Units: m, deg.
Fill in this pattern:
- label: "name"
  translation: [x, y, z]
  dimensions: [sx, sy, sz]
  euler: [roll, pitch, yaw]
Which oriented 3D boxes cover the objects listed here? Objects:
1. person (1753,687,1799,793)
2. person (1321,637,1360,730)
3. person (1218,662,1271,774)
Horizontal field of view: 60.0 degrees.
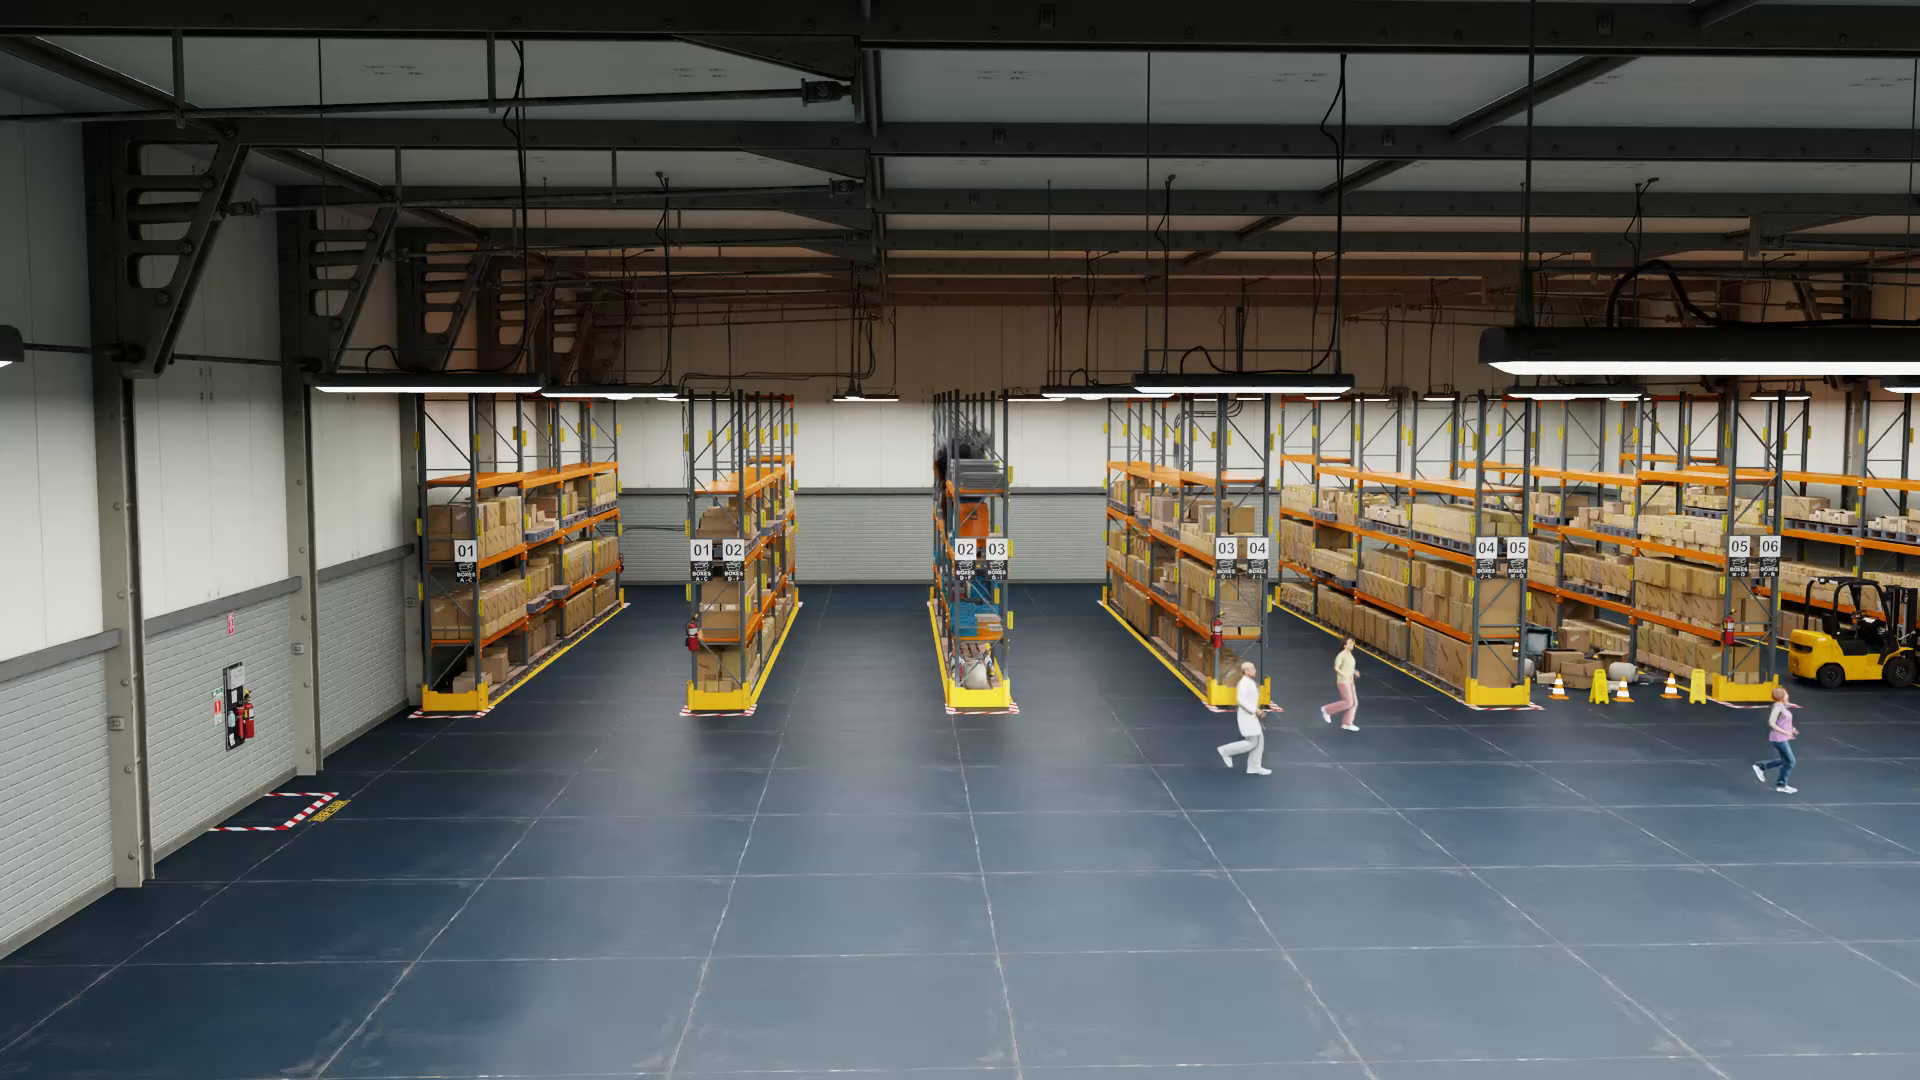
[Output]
- label: "person"
  translation: [12.065, 2.943, 24.580]
  dimensions: [0.608, 1.550, 0.538]
  euler: [3, 5, 32]
- label: "person"
  translation: [6.758, 2.521, 29.390]
  dimensions: [0.647, 1.645, 0.580]
  euler: [3, 5, 31]
- label: "person"
  translation: [4.414, 2.753, 25.716]
  dimensions: [0.820, 1.743, 0.702]
  euler: [1, 5, 14]
